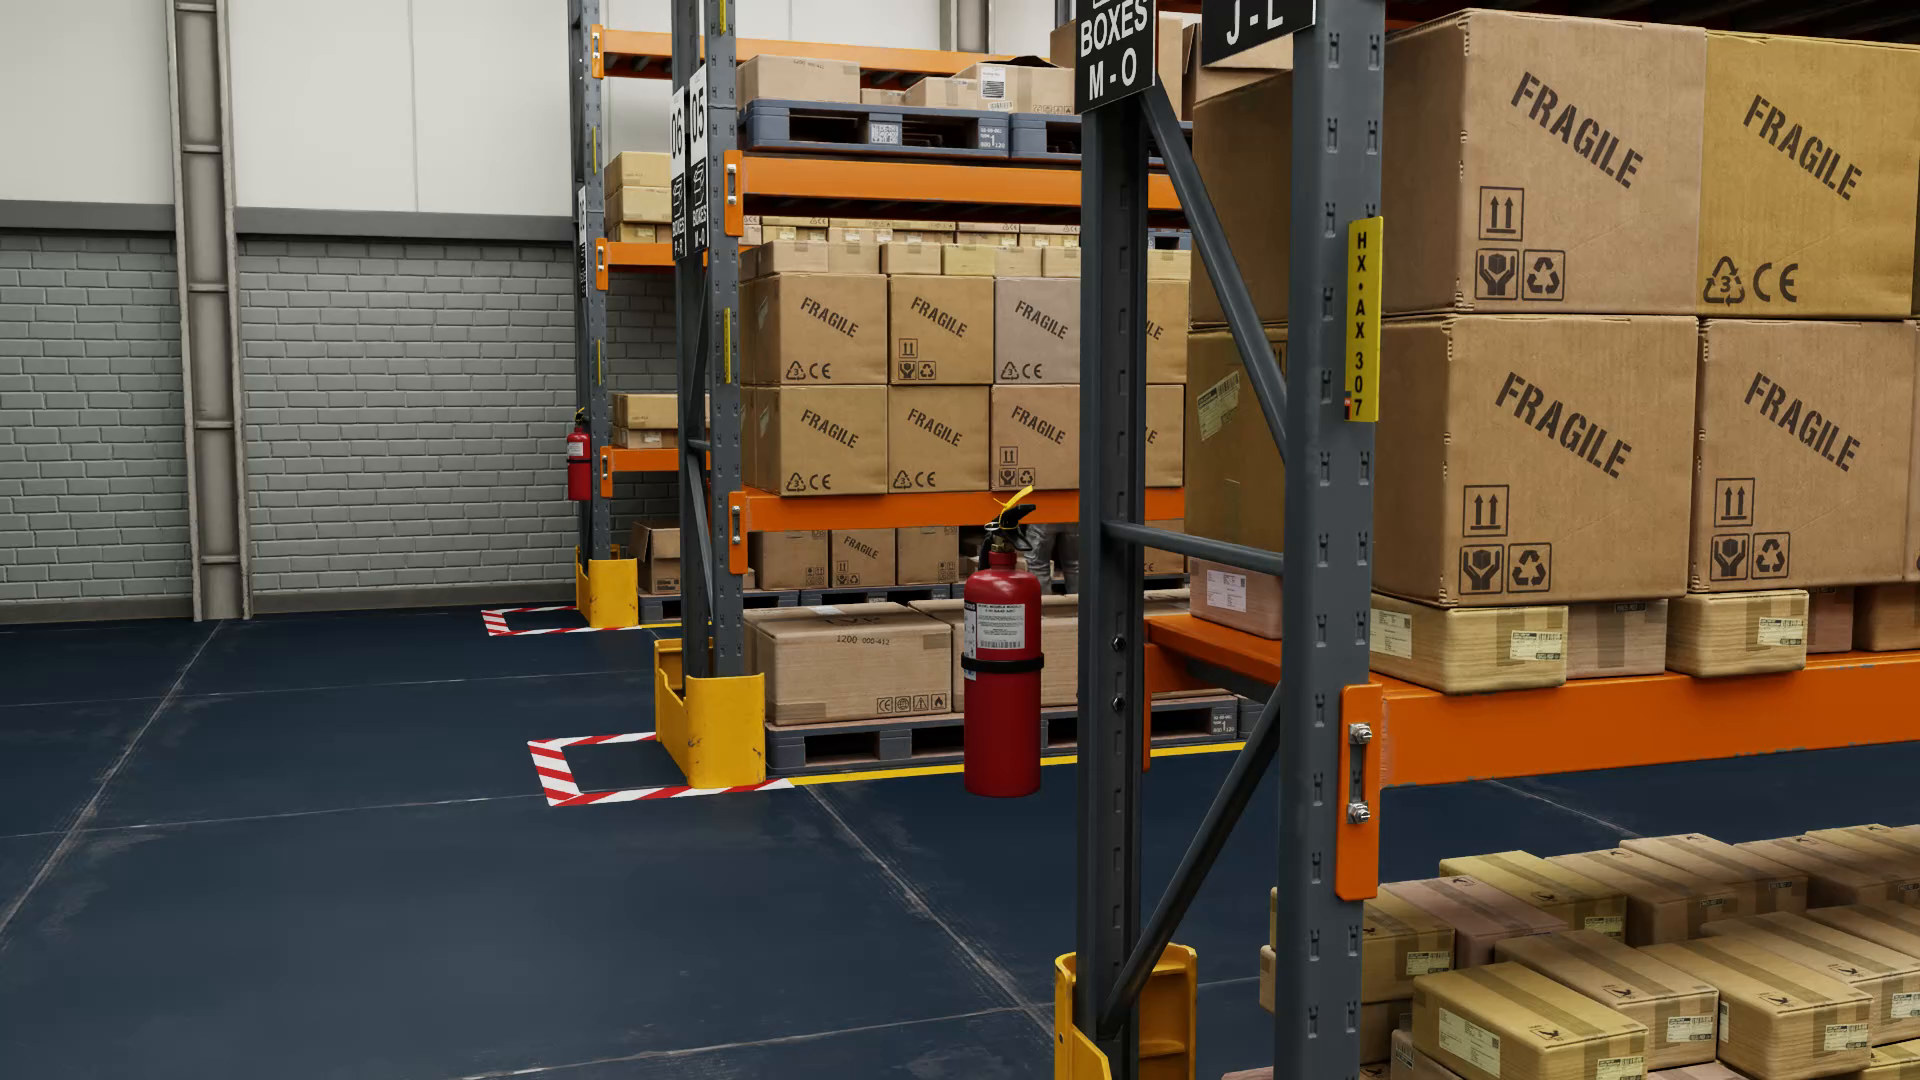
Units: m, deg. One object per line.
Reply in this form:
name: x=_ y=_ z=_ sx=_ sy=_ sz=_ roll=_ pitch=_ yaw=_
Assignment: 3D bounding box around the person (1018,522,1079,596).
person: x=0.655 y=-0.179 z=11.532 sx=0.615 sy=1.772 sz=0.452 roll=-2 pitch=6 yaw=-21
